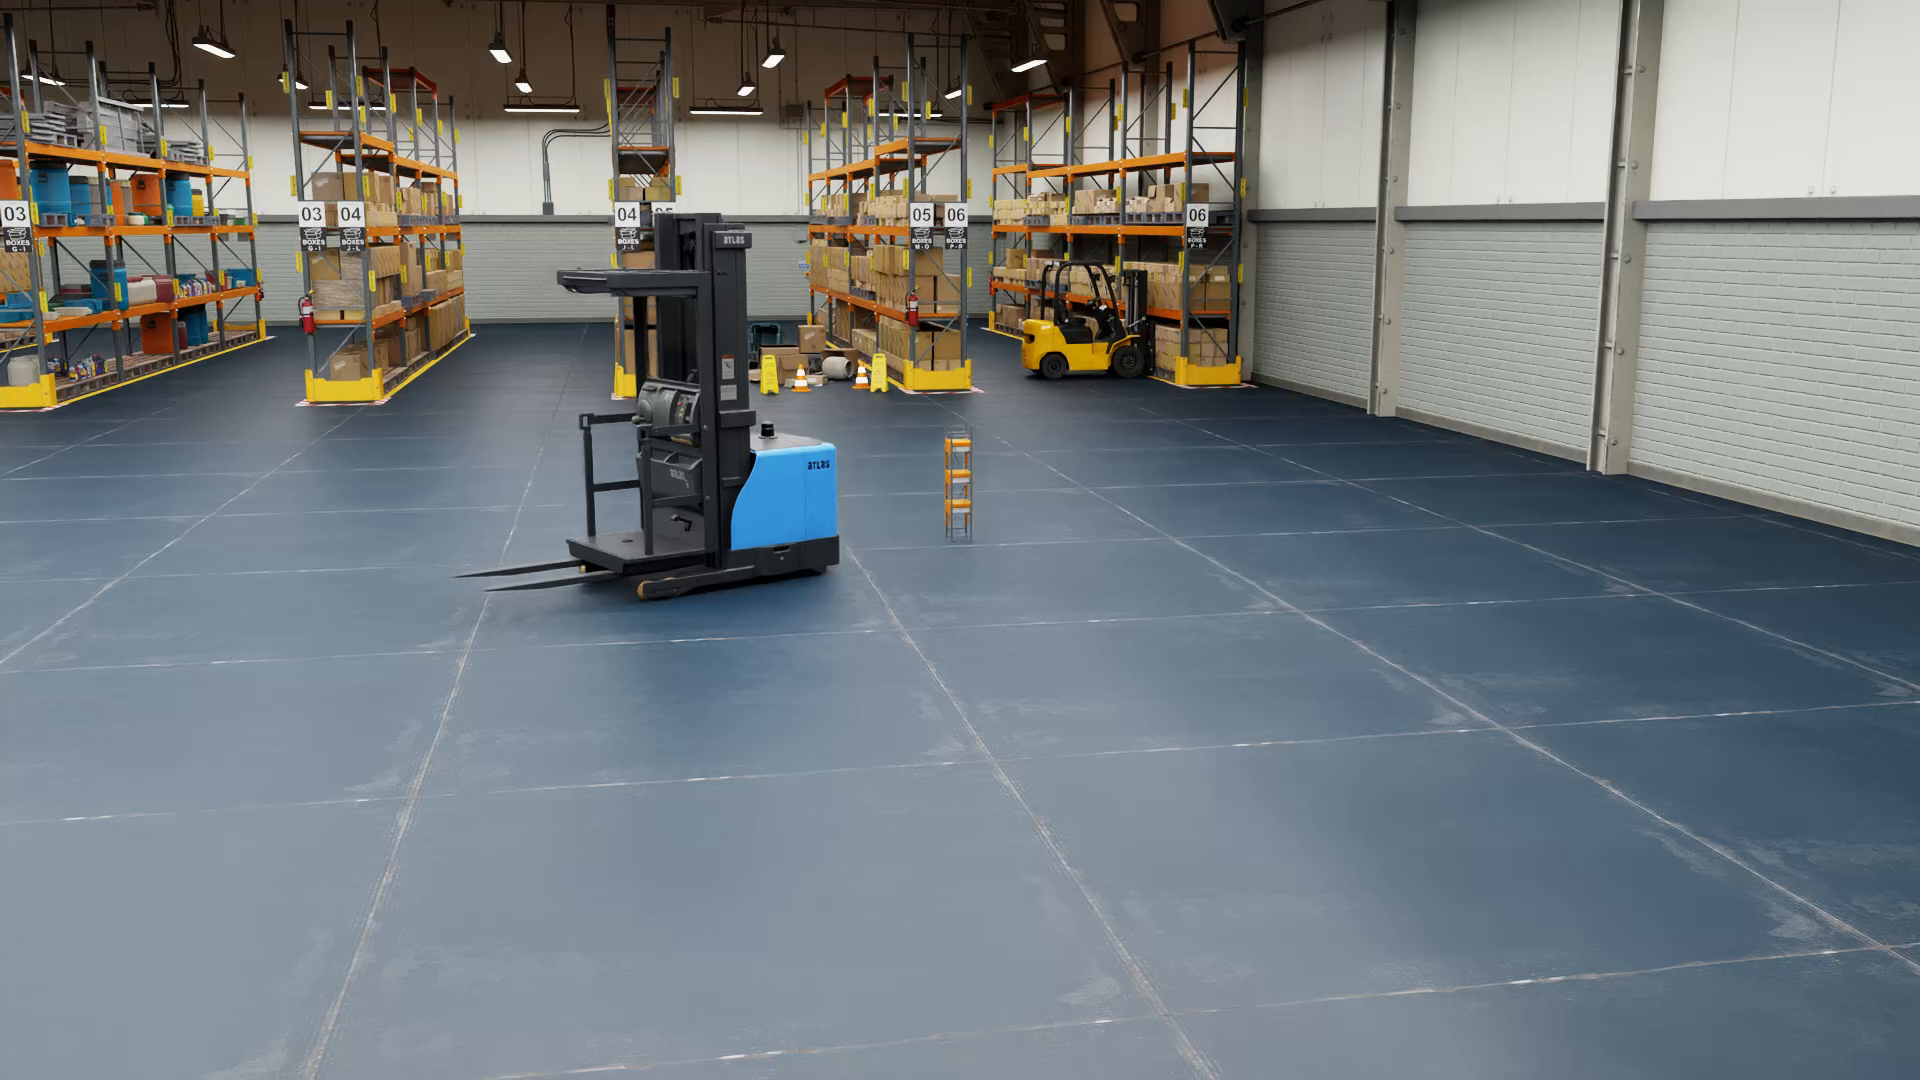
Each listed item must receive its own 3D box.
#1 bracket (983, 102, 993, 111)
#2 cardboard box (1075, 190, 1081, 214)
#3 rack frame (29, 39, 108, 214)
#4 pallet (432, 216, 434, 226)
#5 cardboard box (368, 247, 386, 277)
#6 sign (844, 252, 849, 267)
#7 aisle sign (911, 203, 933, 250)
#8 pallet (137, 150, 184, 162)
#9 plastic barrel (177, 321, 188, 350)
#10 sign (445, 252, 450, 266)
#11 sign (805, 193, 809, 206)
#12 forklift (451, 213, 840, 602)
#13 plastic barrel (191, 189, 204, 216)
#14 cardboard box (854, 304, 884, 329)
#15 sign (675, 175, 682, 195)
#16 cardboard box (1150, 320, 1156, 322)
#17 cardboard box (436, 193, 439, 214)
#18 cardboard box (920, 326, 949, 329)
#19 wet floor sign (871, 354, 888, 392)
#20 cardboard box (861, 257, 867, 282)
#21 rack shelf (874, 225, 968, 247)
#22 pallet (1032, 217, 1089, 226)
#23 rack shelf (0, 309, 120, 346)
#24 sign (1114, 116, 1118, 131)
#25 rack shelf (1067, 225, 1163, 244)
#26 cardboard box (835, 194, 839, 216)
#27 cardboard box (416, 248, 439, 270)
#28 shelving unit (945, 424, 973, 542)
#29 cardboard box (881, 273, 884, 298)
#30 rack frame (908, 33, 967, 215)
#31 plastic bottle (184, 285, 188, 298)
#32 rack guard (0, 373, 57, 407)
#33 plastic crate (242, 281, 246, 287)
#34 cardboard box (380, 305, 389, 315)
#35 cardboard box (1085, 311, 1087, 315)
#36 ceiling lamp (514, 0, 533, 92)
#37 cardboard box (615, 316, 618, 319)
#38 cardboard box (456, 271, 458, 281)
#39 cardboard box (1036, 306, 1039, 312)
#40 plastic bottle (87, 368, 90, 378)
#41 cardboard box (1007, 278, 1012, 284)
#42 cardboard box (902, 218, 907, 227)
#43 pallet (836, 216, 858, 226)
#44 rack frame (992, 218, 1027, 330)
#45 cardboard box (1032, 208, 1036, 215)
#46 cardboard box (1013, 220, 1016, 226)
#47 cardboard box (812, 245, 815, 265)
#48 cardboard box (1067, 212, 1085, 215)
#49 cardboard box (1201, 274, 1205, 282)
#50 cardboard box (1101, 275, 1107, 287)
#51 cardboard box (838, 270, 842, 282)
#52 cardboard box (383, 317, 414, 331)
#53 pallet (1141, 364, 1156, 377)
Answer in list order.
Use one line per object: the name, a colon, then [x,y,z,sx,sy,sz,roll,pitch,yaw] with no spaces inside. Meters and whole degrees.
bracket: [0.845,-12.987,49.787,0.235,0.232,0.430,-2,11,-11]
cardboard box: [2.833,-7.415,36.506,0.500,0.500,0.500,-2,11,-11]
rack frame: [-15.738,-7.271,29.382,1.000,3.000,0.127,-2,11,-11]
pallet: [-12.056,-6.939,36.168,1.003,0.211,1.213,-2,11,-8]
cardboard box: [-10.131,-4.751,28.451,0.500,0.500,0.500,-2,11,-11]
sign: [-2.481,-6.146,36.420,0.100,0.325,0.005,-2,11,-11]
aisle sign: [-0.654,-5.386,28.570,0.394,0.787,0.004,-2,11,-11]
pallet: [-16.626,-7.848,33.993,1.213,0.211,1.003,-2,11,-11]
plastic barrel: [-16.848,-4.375,35.540,0.600,0.588,0.708,-2,11,-11]
sign: [-11.906,-6.522,38.610,0.100,0.325,0.005,-2,11,-11]
sign: [-4.039,-8.988,43.876,0.100,0.325,0.005,-2,11,-11]
forklift: [-2.477,-1.077,13.068,3.031,2.935,1.130,-8,14,-37]
plastic barrel: [-16.918,-7.403,36.474,0.600,0.588,0.600,0,11,0]
cardboard box: [-1.990,-4.890,37.478,0.875,0.875,0.875,-2,11,-12]
sign: [-4.672,-5.893,27.616,0.100,0.325,0.005,-2,11,-11]
cardboard box: [3.585,-4.198,32.838,0.500,0.250,0.500,-2,11,-11]
cardboard box: [-12.747,-7.989,39.522,0.700,0.500,0.500,-2,11,-8]
cardboard box: [-0.468,-3.705,30.917,0.500,0.500,0.500,-2,11,-10]
wet floor sign: [-1.394,-2.900,28.761,0.267,0.644,0.232,2,11,9]
cardboard box: [-1.769,-5.624,34.588,0.500,0.500,0.500,-3,11,-13]
rack shelf: [-0.770,-5.617,30.642,1.077,0.370,4.000,-2,11,-11]
pallet: [2.416,-7.581,39.540,1.213,0.211,1.003,-2,11,-11]
rack shelf: [-15.349,-3.603,28.083,1.077,0.370,4.000,-2,11,-11]
sign: [3.475,-9.283,37.036,0.100,0.325,0.005,-2,11,-11]
rack shelf: [3.320,-6.532,35.449,1.077,0.370,4.000,-2,11,-11]
cardboard box: [-2.564,-7.639,37.951,0.500,0.500,0.500,-2,11,-10]
cardboard box: [-12.304,-6.396,37.881,0.797,0.503,0.637,-2,11,-12]
shelving unit: [-0.010,-0.526,15.203,0.215,1.050,0.252,-2,11,-11]
cardboard box: [-1.227,-4.877,31.789,0.500,0.500,0.500,-2,11,-11]
rack frame: [-0.381,-7.077,28.367,1.000,3.000,0.127,-2,11,-11]
plastic bottle: [-16.459,-5.277,35.296,0.097,0.271,0.097,0,11,0]
rack guard: [-15.021,-2.374,26.387,1.175,0.500,0.348,-2,11,-11]
plastic crate: [-17.736,-6.281,40.774,0.396,0.136,0.243,-2,11,-11]
cardboard box: [-10.120,-3.986,28.843,0.380,0.149,0.250,-2,11,-11]
cardboard box: [3.110,-5.232,38.546,0.380,0.149,0.250,-2,11,-9]
ceiling lamp: [-9.570,-11.733,37.214,0.800,3.185,2.000,-2,11,-11]
cardboard box: [-6.570,-4.225,34.319,1.050,0.750,0.750,-2,11,-10]
cardboard box: [-12.662,-6.511,41.043,0.500,0.250,0.500,-3,11,-13]
cardboard box: [2.092,-5.686,40.929,0.380,0.149,0.250,-2,11,-13]
plastic bottle: [-15.153,-2.912,28.836,0.097,0.201,0.097,0,11,0]
cardboard box: [1.443,-6.767,43.452,0.380,0.149,0.250,-2,11,-10]
cardboard box: [-0.806,-5.580,29.195,0.380,0.149,0.250,-2,11,-11]
pallet: [-2.114,-7.095,36.985,1.213,0.211,1.003,-2,11,-8]
rack frame: [1.375,-7.246,45.298,1.000,3.000,0.127,-2,11,-11]
cardboard box: [1.948,-7.908,40.033,0.380,0.149,0.250,-2,11,-10]
cardboard box: [1.583,-8.154,42.716,0.380,0.149,0.250,-2,11,-10]
cardboard box: [-3.572,-7.412,43.230,0.500,0.500,0.500,-2,11,-13]
cardboard box: [2.626,-7.431,37.581,0.380,0.149,0.250,-2,11,-10]
cardboard box: [4.565,-4.794,30.412,0.380,0.149,0.250,-2,11,-11]
cardboard box: [3.256,-5.392,34.621,0.500,0.250,0.500,-2,11,-12]
cardboard box: [-2.504,-6.036,38.005,0.500,0.250,0.500,-2,11,-12]
cardboard box: [-11.385,-4.375,33.717,0.500,0.250,0.500,-1,11,-5]
pallet: [4.063,-3.304,32.043,1.003,0.211,1.213,-2,11,-11]
